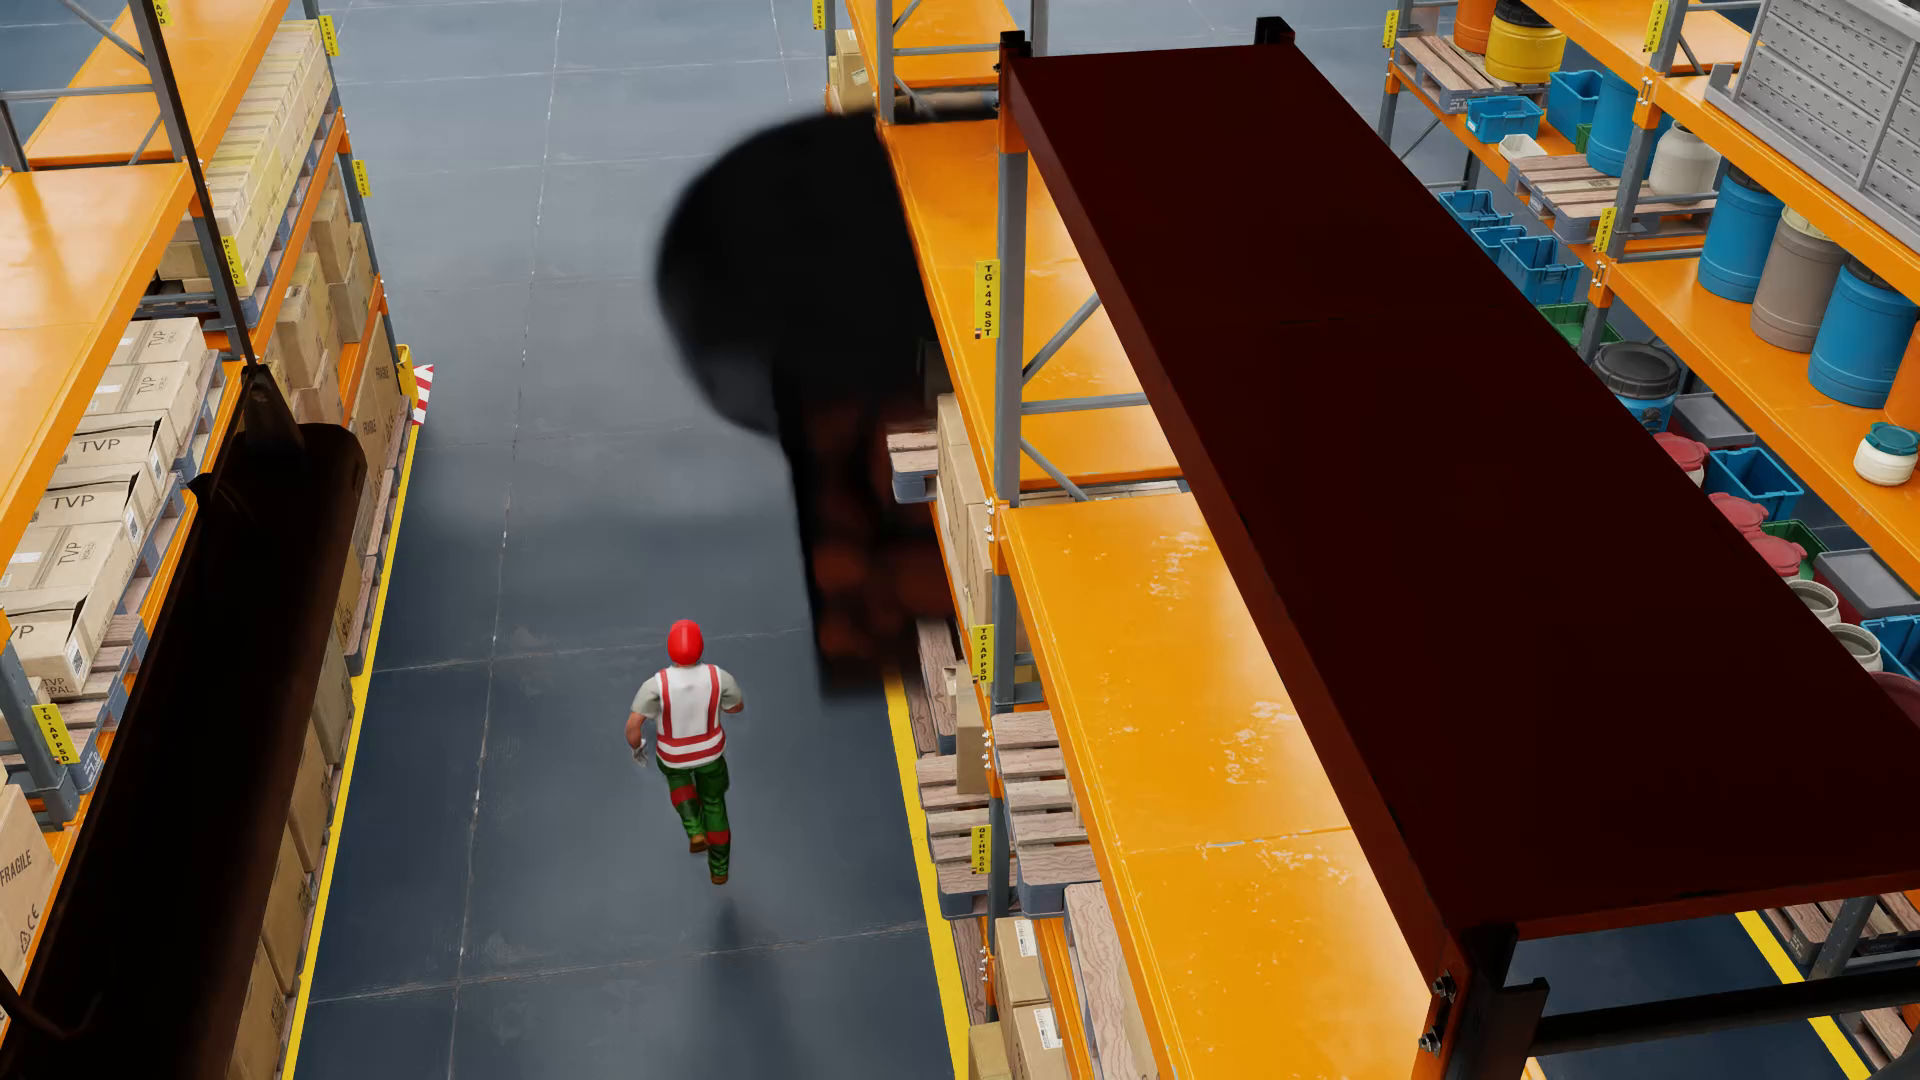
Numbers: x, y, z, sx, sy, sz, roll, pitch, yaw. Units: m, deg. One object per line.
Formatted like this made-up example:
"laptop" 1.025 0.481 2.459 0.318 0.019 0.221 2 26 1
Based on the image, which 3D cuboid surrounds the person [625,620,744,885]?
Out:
"person" -1.612 1.209 9.847 0.700 1.758 0.695 -9 37 -12
